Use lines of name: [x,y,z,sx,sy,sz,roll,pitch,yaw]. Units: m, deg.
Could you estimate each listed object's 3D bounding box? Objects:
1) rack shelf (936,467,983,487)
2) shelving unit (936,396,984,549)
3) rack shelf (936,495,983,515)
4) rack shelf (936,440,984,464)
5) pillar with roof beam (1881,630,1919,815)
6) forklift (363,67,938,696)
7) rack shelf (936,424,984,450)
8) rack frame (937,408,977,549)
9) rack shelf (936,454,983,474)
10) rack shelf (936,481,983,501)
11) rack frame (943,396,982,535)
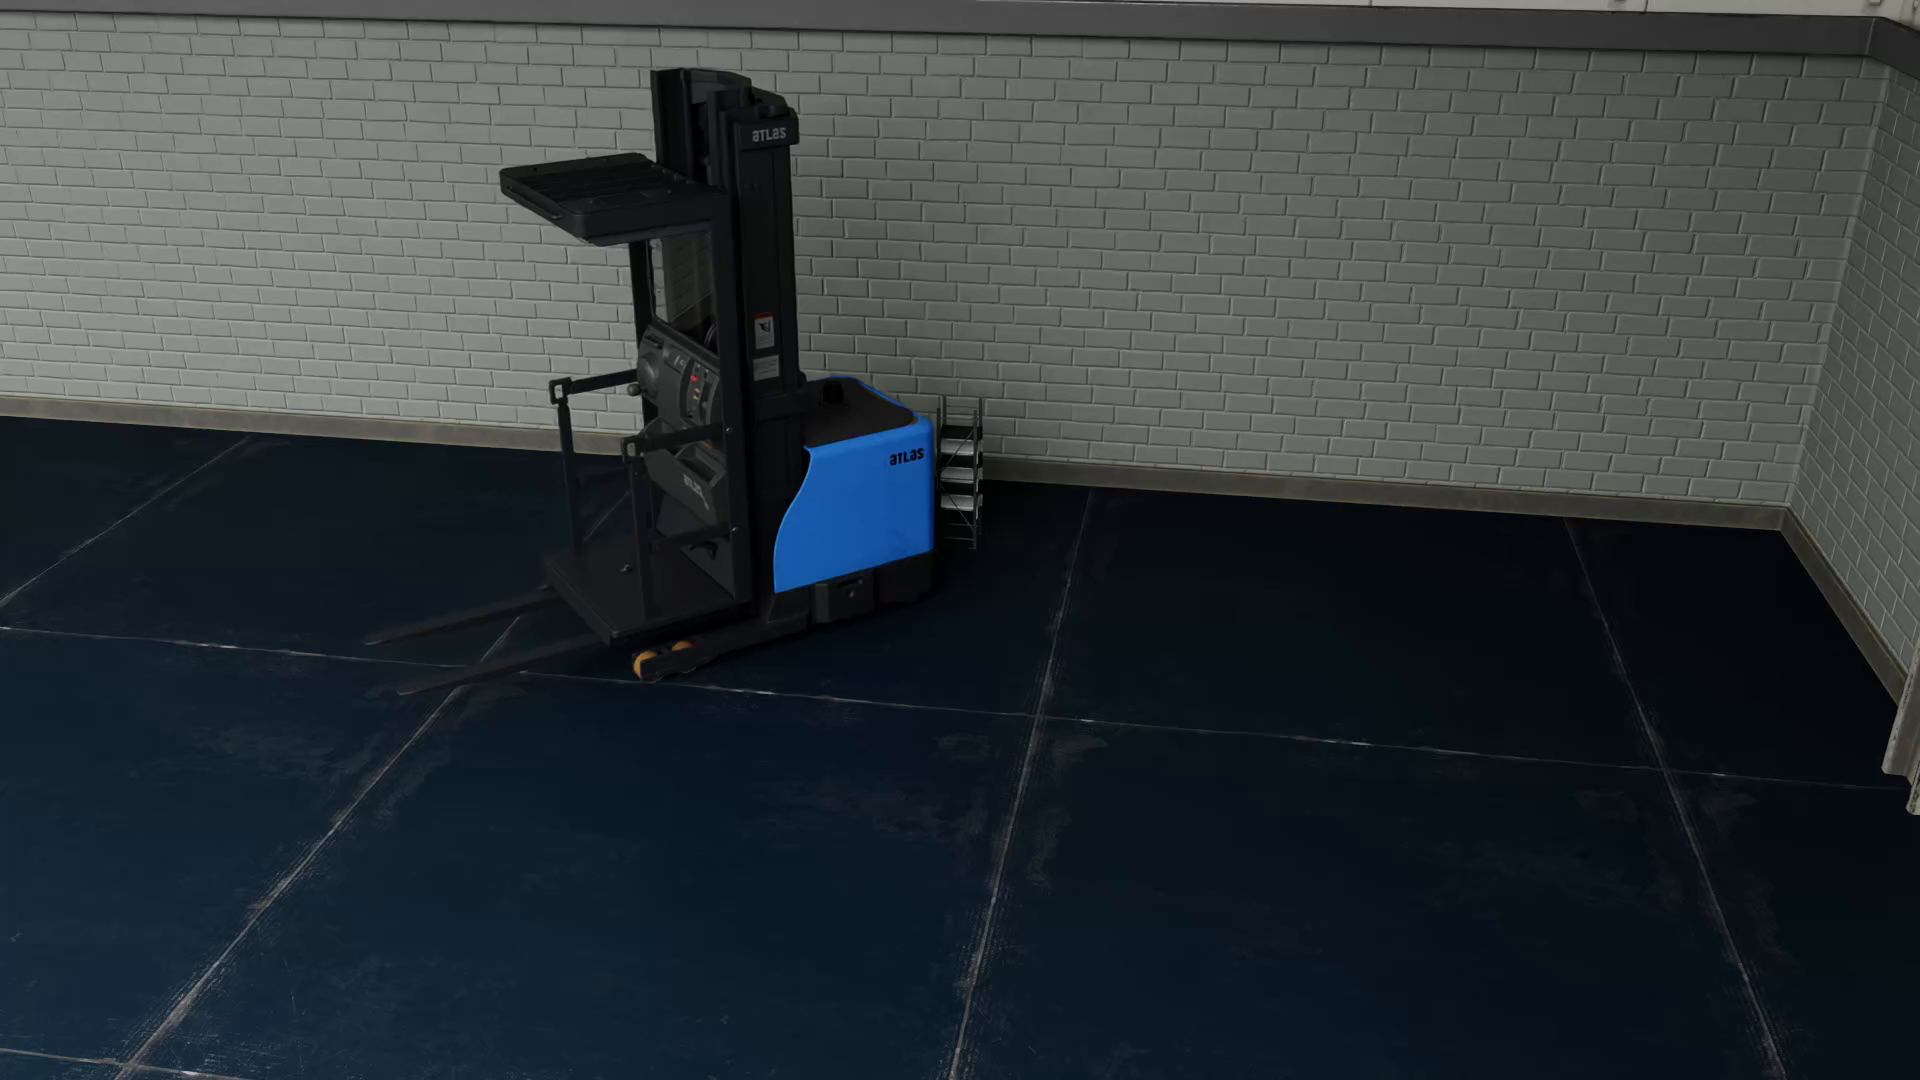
rack shelf: [-0.001,-0.374,10.066,0.258,0.077,0.200,4,25,9]
shelving unit: [-0.001,-0.404,10.052,0.258,0.900,0.210,4,25,9]
rack shelf: [-0.001,-0.211,10.142,0.258,0.077,0.200,4,25,9]
rack shelf: [-0.001,-0.537,9.990,0.258,0.077,0.200,4,25,9]
pillar with roof beam: [0.268,-3.197,6.466,9.100,9.000,0.400,4,25,9]
forklift: [-1.644,-0.837,8.580,3.031,2.935,1.130,-15,29,-29]
rack shelf: [-0.001,-0.619,9.952,0.258,0.077,0.200,4,25,9]
rack frame: [-0.018,-0.362,9.961,0.240,0.900,0.006,4,25,9]
rack shelf: [-0.001,-0.455,10.028,0.258,0.077,0.200,4,25,9]
rack shelf: [-0.001,-0.292,10.104,0.258,0.077,0.200,4,25,9]
rack frame: [0.015,-0.447,10.143,0.240,0.900,0.006,4,25,9]
